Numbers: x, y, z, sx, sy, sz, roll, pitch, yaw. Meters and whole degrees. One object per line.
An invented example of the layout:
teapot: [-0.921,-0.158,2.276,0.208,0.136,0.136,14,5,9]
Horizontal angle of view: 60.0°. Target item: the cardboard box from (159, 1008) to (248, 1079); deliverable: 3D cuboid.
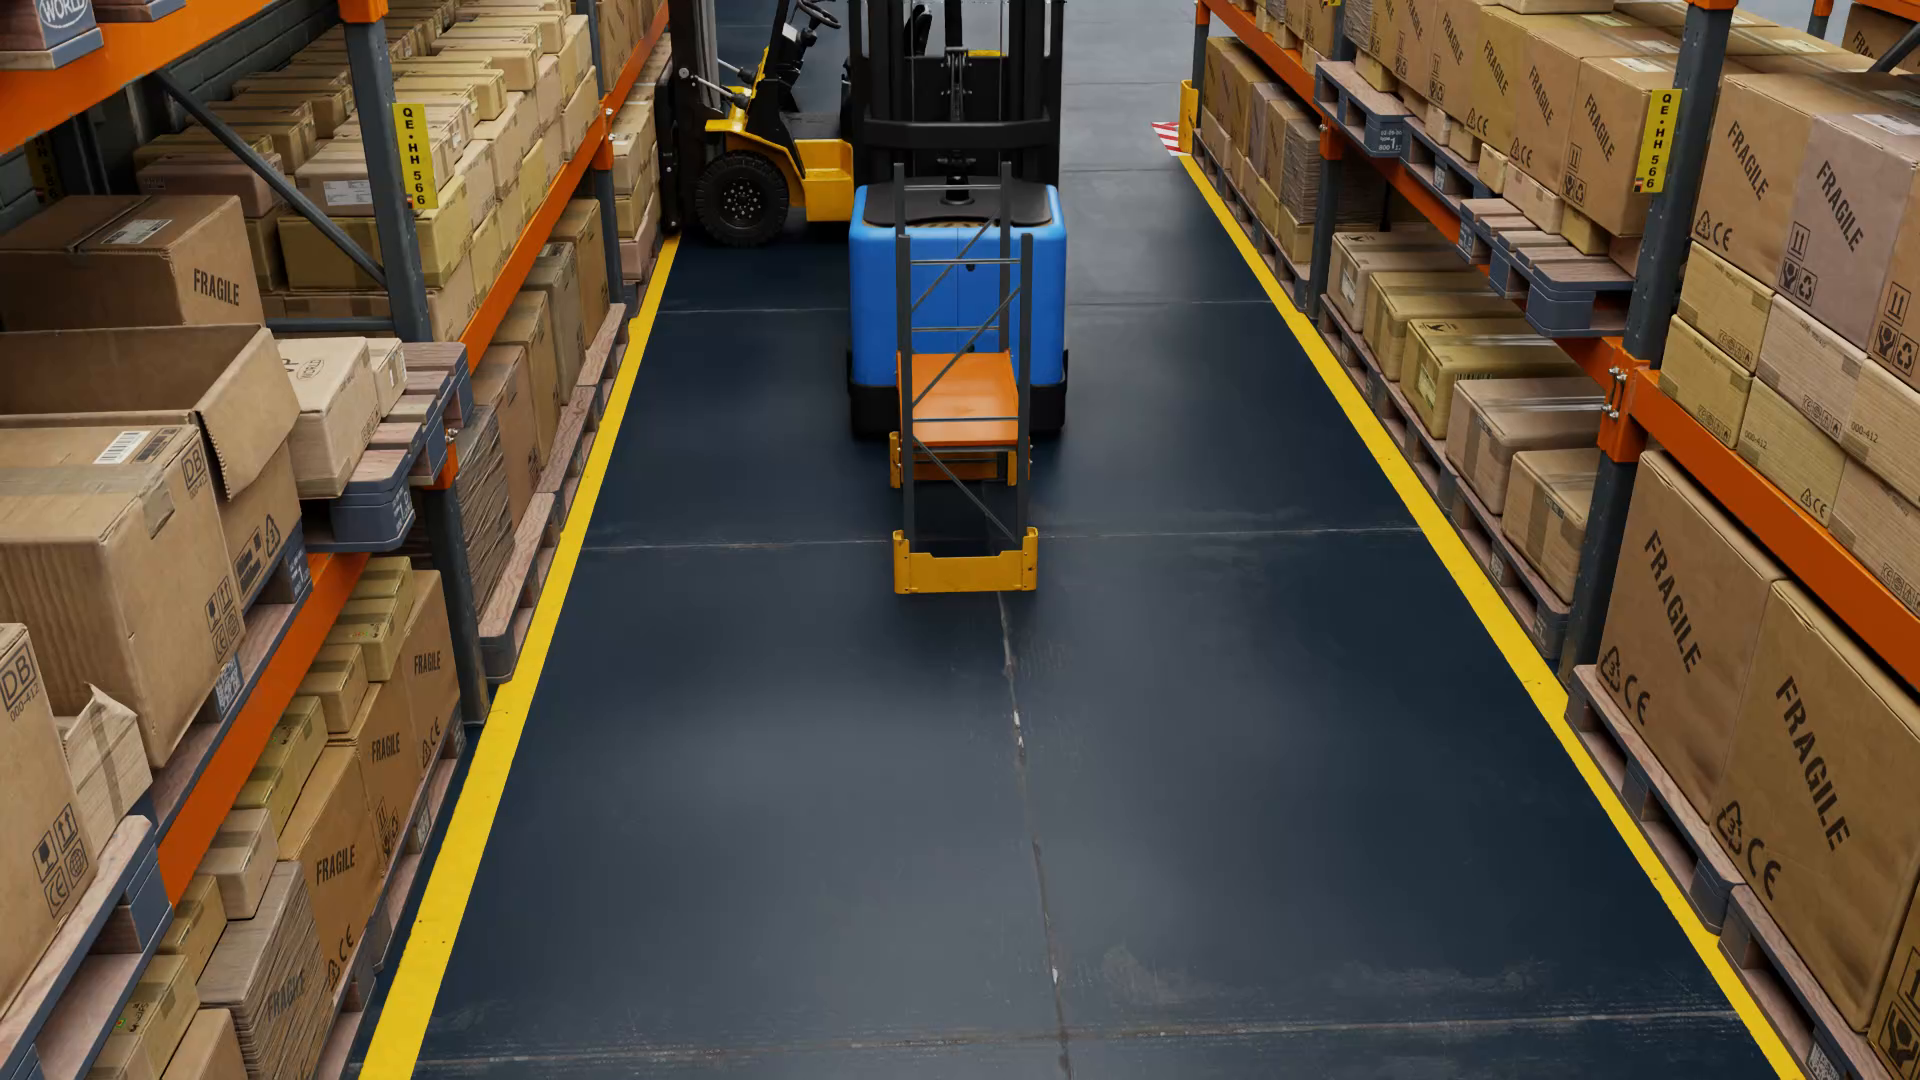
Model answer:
cardboard box: [-1.860,1.388,3.594,0.500,0.500,0.500,-2,28,-4]

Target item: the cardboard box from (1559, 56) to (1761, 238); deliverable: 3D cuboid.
cardboard box: [2.446,-1.363,5.736,0.500,0.500,0.500,-2,28,-4]

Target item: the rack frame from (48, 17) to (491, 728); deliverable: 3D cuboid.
rack frame: [-2.209,-0.676,5.303,1.000,3.000,0.127,-1,28,-3]

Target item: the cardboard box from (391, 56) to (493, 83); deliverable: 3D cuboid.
cardboard box: [-2.120,-1.876,6.794,0.380,0.149,0.250,-1,28,-3]

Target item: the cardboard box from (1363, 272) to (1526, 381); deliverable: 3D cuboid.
cardboard box: [2.609,-1.092,8.487,0.950,0.372,0.625,0,28,1]

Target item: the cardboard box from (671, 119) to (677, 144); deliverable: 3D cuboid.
cardboard box: [-2.226,-2.872,11.492,0.500,0.250,0.500,-2,28,-4]

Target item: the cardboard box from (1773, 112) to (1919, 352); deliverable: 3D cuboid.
cardboard box: [2.565,-0.823,4.395,0.500,0.500,0.500,-1,28,-2]

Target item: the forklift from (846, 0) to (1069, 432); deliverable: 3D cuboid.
forklift: [-0.023,-2.463,8.804,1.130,2.935,3.031,0,28,0]

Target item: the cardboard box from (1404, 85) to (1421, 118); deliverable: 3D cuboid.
cardboard box: [2.319,-2.093,7.836,0.380,0.149,0.250,-1,28,-2]

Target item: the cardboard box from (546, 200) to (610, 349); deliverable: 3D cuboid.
cardboard box: [-2.380,-1.416,8.835,0.875,0.625,0.625,0,28,0]

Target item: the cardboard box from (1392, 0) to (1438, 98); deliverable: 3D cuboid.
cardboard box: [2.316,-2.324,7.578,0.500,0.500,0.500,-2,28,-3]

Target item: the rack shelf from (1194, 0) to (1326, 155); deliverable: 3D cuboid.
rack shelf: [2.434,-3.250,11.015,1.077,0.370,4.000,-1,28,-3]

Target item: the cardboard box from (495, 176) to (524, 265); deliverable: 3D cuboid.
cardboard box: [-2.044,-1.291,6.643,0.500,0.250,0.500,-2,28,-4]

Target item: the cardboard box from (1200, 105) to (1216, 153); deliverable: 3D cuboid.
cardboard box: [2.096,-3.080,12.431,0.500,0.250,0.500,-2,28,-3]

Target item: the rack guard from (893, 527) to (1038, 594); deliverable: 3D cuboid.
rack guard: [0.022,0.084,6.819,0.587,0.250,0.087,-1,28,-3]

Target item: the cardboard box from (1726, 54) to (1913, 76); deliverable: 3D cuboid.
cardboard box: [2.955,-1.374,5.756,0.500,0.500,0.500,-2,28,-4]

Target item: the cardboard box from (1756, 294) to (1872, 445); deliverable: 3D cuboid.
cardboard box: [2.553,-0.474,4.537,0.500,0.250,0.500,-1,28,-1]

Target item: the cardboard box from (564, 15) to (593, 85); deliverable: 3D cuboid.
cardboard box: [-2.137,-2.458,8.341,0.500,0.250,0.500,-2,28,-4]

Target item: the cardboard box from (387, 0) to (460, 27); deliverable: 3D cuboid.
cardboard box: [-2.652,-2.563,8.110,0.380,0.149,0.250,-2,28,-4]

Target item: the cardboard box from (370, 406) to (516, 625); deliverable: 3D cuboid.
cardboard box: [-2.228,-0.098,6.308,0.875,0.625,0.625,-1,28,-1]

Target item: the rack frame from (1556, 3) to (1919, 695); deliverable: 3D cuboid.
rack frame: [2.748,-0.798,5.536,1.000,3.000,0.127,-1,28,-3]

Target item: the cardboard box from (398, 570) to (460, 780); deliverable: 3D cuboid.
cardboard box: [-1.972,0.436,5.419,0.500,0.500,0.500,-1,28,-1]

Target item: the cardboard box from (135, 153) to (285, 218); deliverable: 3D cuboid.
cardboard box: [-2.428,-1.153,5.408,0.380,0.149,0.250,-1,28,-1]

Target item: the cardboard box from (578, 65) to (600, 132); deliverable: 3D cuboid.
cardboard box: [-2.131,-2.230,8.445,0.500,0.250,0.500,-1,28,-1]

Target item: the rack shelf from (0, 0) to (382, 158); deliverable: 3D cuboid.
rack shelf: [-2.105,-0.764,3.005,1.077,0.370,4.000,-1,28,-3]

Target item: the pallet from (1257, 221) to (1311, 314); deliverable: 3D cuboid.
pallet: [2.468,-1.718,10.315,1.003,0.211,1.213,-1,28,-3]

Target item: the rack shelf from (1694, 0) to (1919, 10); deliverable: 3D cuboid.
rack shelf: [2.852,-0.885,3.238,1.077,0.370,4.000,-1,28,-3]

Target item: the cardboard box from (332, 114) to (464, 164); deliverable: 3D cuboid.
cardboard box: [-1.986,-1.404,5.888,0.380,0.149,0.250,-1,28,-1]

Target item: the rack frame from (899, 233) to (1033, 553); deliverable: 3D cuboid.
rack frame: [0.022,-0.470,6.529,0.500,1.500,0.032,-1,28,-3]

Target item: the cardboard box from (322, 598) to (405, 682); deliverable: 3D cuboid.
cardboard box: [-1.885,0.306,4.968,0.380,0.149,0.250,-3,28,-5]

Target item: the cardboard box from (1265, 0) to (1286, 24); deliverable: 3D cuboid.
cardboard box: [2.202,-3.497,10.282,0.500,0.500,0.500,-1,28,-1]

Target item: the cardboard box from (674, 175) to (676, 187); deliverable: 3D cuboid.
cardboard box: [-2.204,-2.428,11.181,0.500,0.250,0.500,-1,28,-1]

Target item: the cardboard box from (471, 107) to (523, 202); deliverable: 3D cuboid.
cardboard box: [-2.023,-1.516,6.534,0.500,0.250,0.500,-2,28,-4]

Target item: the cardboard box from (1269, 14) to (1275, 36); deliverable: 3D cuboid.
cardboard box: [2.178,-3.263,10.533,0.380,0.149,0.250,-2,28,-4]

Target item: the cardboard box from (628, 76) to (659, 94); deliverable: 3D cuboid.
cardboard box: [-2.204,-2.873,10.953,0.500,0.250,0.500,-2,28,-4]

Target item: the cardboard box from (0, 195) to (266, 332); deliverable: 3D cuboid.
cardboard box: [-2.338,-0.665,4.719,0.500,0.500,0.500,0,28,0]

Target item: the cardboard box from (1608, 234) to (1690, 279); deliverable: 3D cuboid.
cardboard box: [2.495,-1.018,5.776,0.380,0.149,0.250,0,28,-1]

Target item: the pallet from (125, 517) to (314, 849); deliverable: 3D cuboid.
pallet: [-2.103,0.307,3.625,1.003,0.211,1.213,-1,28,-3]

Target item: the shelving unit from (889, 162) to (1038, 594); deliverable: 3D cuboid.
shelving unit: [-0.004,-0.700,6.971,0.587,1.500,1.083,-1,28,-3]

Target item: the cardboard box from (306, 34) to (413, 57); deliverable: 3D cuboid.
cardboard box: [-2.600,-2.098,7.219,0.380,0.149,0.250,-2,28,-3]

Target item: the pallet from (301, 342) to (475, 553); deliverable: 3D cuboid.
pallet: [-2.104,-0.280,4.750,1.213,0.211,1.003,-1,28,-3]

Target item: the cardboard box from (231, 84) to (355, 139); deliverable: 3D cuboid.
cardboard box: [-2.525,-1.627,6.316,0.380,0.149,0.250,-2,28,-3]

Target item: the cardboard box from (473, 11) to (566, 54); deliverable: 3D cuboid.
cardboard box: [-2.041,-2.352,7.706,0.380,0.149,0.250,-2,28,-4]

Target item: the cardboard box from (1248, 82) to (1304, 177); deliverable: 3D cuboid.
cardboard box: [2.184,-2.682,10.856,0.500,0.500,0.500,0,28,0]

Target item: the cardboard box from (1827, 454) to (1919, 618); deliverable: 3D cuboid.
cardboard box: [2.588,-0.020,4.207,0.500,0.250,0.500,0,28,-1]

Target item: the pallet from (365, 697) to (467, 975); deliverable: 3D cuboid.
pallet: [-2.208,0.906,5.285,1.003,0.211,1.213,-1,28,-3]

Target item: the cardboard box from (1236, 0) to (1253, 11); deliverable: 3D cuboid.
cardboard box: [2.115,-3.741,11.451,0.380,0.149,0.250,-1,28,-1]

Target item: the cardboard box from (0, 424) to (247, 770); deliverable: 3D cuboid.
cardboard box: [-1.870,0.110,3.233,0.700,0.500,0.500,-2,28,-3]

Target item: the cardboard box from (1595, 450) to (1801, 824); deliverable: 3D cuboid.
cardboard box: [2.701,0.279,5.315,0.875,0.875,0.875,-2,28,-3]

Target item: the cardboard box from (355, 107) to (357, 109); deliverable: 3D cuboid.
cardboard box: [-2.581,-1.732,6.949,0.500,0.250,0.500,-2,28,-4]

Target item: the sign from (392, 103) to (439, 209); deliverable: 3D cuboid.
sign: [-1.668,-1.172,5.087,0.100,0.325,0.005,-1,28,-3]

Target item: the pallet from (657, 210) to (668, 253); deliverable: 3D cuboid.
pallet: [-2.485,-2.220,11.278,1.003,0.211,1.213,-1,28,-3]

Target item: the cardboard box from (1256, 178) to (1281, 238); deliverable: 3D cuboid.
cardboard box: [2.202,-2.124,10.598,0.500,0.250,0.500,-2,28,-4]

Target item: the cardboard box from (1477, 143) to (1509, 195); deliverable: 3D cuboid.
cardboard box: [2.318,-1.499,6.698,0.380,0.149,0.250,-1,28,-2]

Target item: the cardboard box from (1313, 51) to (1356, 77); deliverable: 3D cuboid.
cardboard box: [2.217,-2.675,9.406,0.380,0.149,0.250,-2,28,-3]

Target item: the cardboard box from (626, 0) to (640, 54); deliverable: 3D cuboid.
cardboard box: [-2.252,-3.253,10.135,0.500,0.500,0.500,-2,28,-3]

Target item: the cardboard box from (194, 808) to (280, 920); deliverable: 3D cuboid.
cardboard box: [-1.889,0.793,4.033,0.380,0.149,0.250,-3,28,-5]
